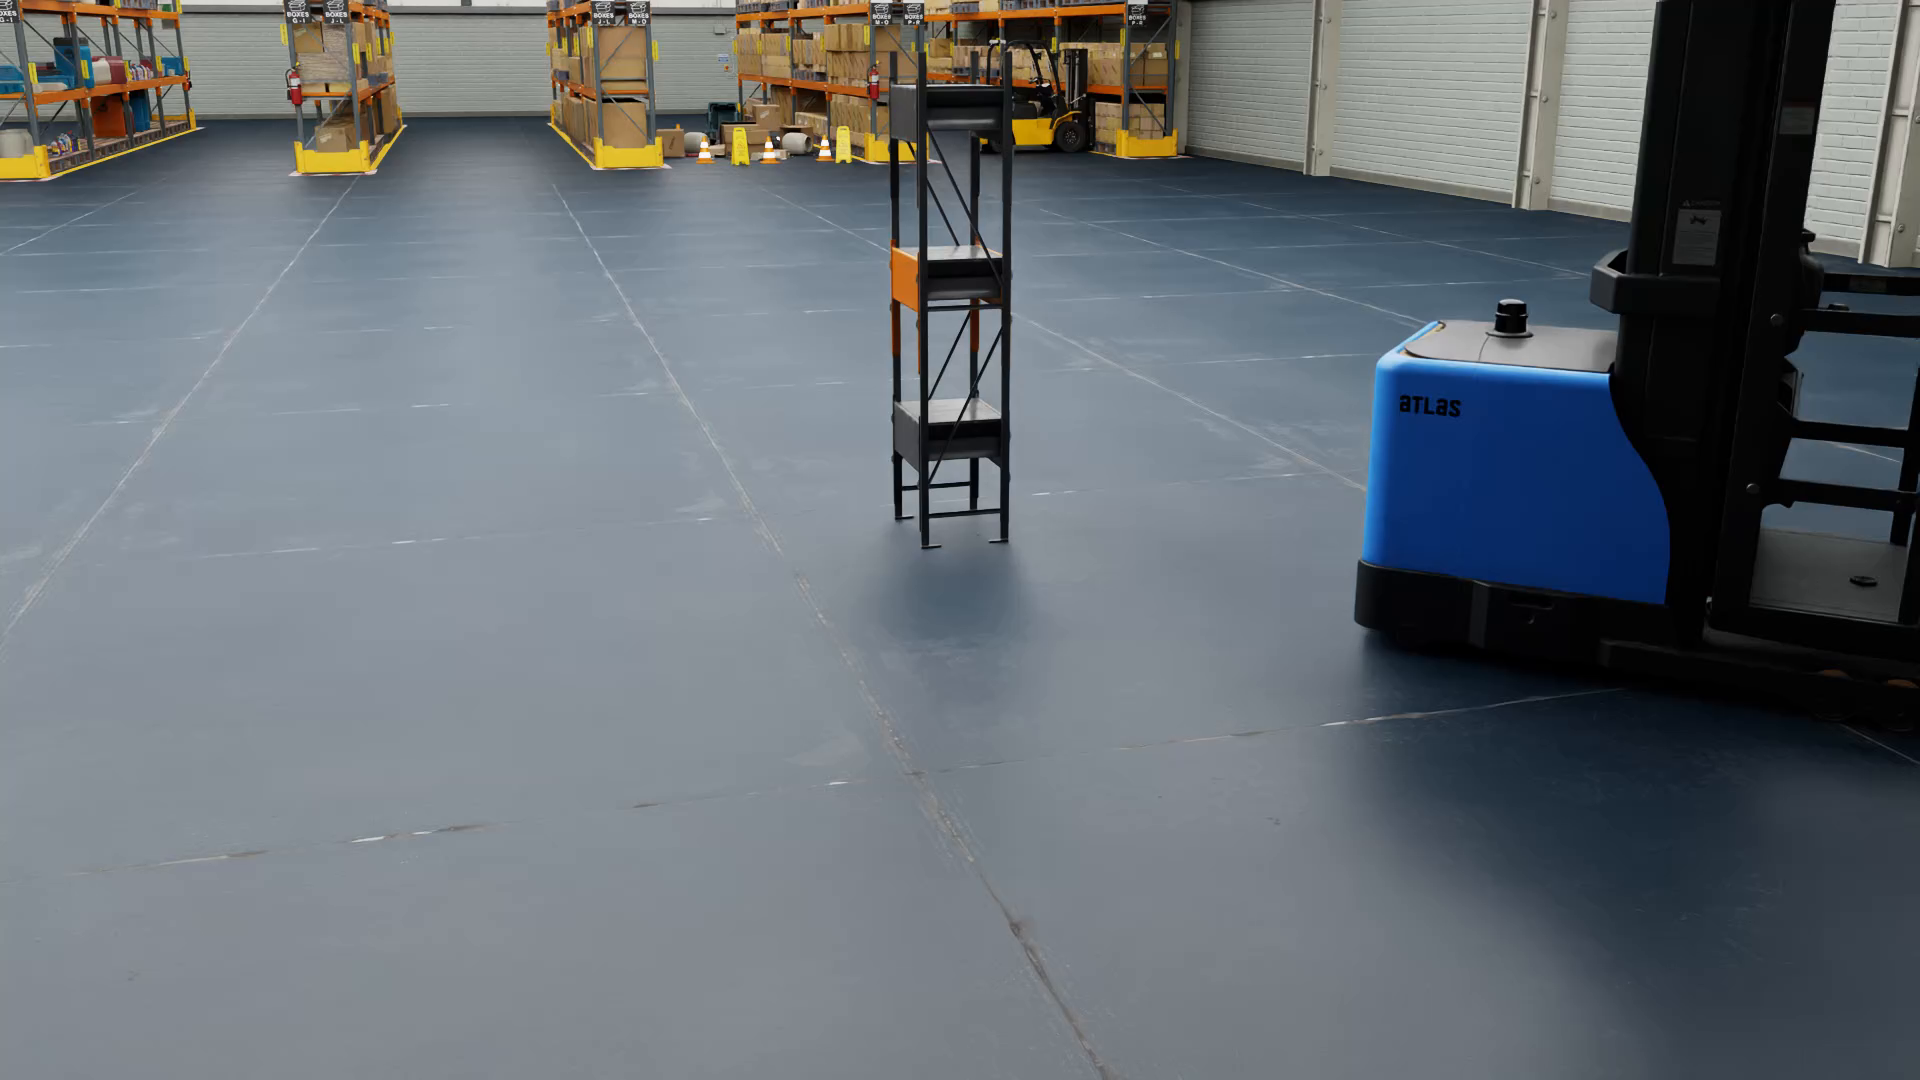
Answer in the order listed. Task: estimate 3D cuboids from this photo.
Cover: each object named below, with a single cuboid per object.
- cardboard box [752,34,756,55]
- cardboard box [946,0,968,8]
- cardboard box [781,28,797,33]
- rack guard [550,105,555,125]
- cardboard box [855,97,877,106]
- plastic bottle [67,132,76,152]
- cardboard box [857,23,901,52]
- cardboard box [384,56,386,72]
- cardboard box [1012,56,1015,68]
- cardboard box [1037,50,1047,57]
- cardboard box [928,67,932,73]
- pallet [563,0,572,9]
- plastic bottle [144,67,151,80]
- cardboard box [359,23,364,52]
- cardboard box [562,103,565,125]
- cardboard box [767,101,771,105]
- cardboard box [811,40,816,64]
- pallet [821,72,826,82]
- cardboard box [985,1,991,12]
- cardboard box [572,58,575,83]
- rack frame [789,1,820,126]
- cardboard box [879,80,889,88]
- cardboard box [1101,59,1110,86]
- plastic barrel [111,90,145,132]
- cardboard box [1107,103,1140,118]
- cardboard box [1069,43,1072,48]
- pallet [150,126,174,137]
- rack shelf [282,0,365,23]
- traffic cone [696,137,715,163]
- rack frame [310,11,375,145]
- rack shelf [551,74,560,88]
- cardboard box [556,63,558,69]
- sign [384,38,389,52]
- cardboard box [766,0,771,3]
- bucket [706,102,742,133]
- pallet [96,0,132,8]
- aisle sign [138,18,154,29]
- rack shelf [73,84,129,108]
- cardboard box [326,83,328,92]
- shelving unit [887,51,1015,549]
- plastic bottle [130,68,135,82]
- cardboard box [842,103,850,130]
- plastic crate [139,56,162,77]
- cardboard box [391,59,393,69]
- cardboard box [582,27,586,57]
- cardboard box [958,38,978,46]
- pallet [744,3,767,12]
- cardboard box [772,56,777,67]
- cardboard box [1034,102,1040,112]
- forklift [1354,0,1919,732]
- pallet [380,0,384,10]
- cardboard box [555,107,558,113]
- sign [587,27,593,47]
[{"bbox_3d":[-4.979,-12.604,42.287,0.500,0.500,0.500,-5,17,-16],"label":"cardboard box"},{"bbox_3d":[-0.054,-13.842,42.849,0.500,0.250,0.500,-5,17,-15],"label":"cardboard box"},{"bbox_3d":[-4.289,-12.773,41.721,0.380,0.149,0.250,-5,17,-16],"label":"cardboard box"},{"bbox_3d":[-10.262,-11.297,44.191,1.175,0.500,0.348,-5,17,-15],"label":"rack guard"},{"bbox_3d":[-1.791,-8.360,31.687,0.380,0.149,0.250,-4,17,-14],"label":"cardboard box"},{"bbox_3d":[-16.038,-7.174,29.959,0.144,0.351,0.185,-6,18,-18],"label":"plastic bottle"},{"bbox_3d":[-1.505,-9.302,30.776,0.700,0.500,0.500,-5,17,-17],"label":"cardboard box"},{"bbox_3d":[-13.460,-10.847,38.175,0.500,0.500,0.500,-4,17,-14],"label":"cardboard box"},{"bbox_3d":[1.442,-11.002,38.256,0.500,0.250,0.500,-4,17,-14],"label":"cardboard box"},{"bbox_3d":[1.906,-10.648,36.385,0.380,0.149,0.250,-5,18,-17],"label":"cardboard box"},{"bbox_3d":[-0.647,-12.735,45.069,0.380,0.149,0.250,-5,17,-17],"label":"cardboard box"},{"bbox_3d":[-7.857,-11.474,35.551,1.213,0.211,1.003,-4,17,-13],"label":"pallet"},{"bbox_3d":[-18.324,-10.510,37.442,0.152,0.276,0.135,-5,17,-15],"label":"plastic bottle"},{"bbox_3d":[-11.119,-9.121,30.175,0.500,0.500,0.500,-5,17,-15],"label":"cardboard box"},{"bbox_3d":[-9.236,-10.187,39.767,0.500,0.500,0.500,-4,17,-13],"label":"cardboard box"},{"bbox_3d":[-4.522,-10.984,42.528,0.875,0.438,0.875,-5,17,-16],"label":"cardboard box"},{"bbox_3d":[-2.875,-10.396,35.428,0.500,0.500,0.500,-4,17,-13],"label":"cardboard box"},{"bbox_3d":[-2.324,-9.746,35.017,1.003,0.211,1.213,-5,17,-15],"label":"pallet"},{"bbox_3d":[0.905,-12.741,39.702,0.500,0.250,0.500,-5,17,-15],"label":"cardboard box"},{"bbox_3d":[-7.805,-9.787,34.644,0.500,0.500,0.500,-5,17,-16],"label":"cardboard box"},{"bbox_3d":[-3.353,-10.721,37.931,1.000,3.000,0.127,-5,17,-15],"label":"rack frame"},{"bbox_3d":[-1.463,-8.475,30.888,0.380,0.149,0.250,-4,17,-13],"label":"cardboard box"},{"bbox_3d":[3.096,-9.210,32.723,0.500,0.500,0.500,-4,17,-14],"label":"cardboard box"},{"bbox_3d":[-18.415,-9.501,36.786,0.600,0.901,0.708,-5,17,-15],"label":"plastic barrel"},{"bbox_3d":[3.191,-8.368,32.407,0.500,0.250,0.500,-4,17,-13],"label":"cardboard box"},{"bbox_3d":[2.496,-10.334,34.822,0.380,0.149,0.250,-4,17,-14],"label":"cardboard box"},{"bbox_3d":[-18.982,-9.518,38.770,1.003,0.211,1.213,-5,17,-15],"label":"pallet"},{"bbox_3d":[-11.232,-9.370,29.469,1.077,0.370,4.000,-5,17,-15],"label":"rack shelf"},{"bbox_3d":[-4.667,-7.133,30.396,0.336,0.463,0.334,-5,17,-15],"label":"traffic cone"},{"bbox_3d":[-11.782,-8.831,31.639,1.000,3.000,0.127,-5,17,-15],"label":"rack frame"},{"bbox_3d":[-9.734,-11.617,42.163,1.077,0.370,4.000,-5,17,-15],"label":"rack shelf"},{"bbox_3d":[-9.088,-10.913,38.276,0.380,0.149,0.250,-6,18,-18],"label":"cardboard box"},{"bbox_3d":[-13.462,-11.607,39.002,0.100,0.325,0.005,-5,17,-15],"label":"sign"},{"bbox_3d":[-4.441,-12.976,39.898,0.380,0.166,0.250,-6,18,-19],"label":"cardboard box"},{"bbox_3d":[-4.731,-8.501,33.585,0.726,0.611,0.620,1,7,4],"label":"bucket"},{"bbox_3d":[-17.760,-11.112,34.344,1.003,0.211,1.213,-5,17,-15],"label":"pallet"},{"bbox_3d":[-20.148,-13.001,40.999,0.394,0.787,0.004,-5,17,-15],"label":"aisle sign"},{"bbox_3d":[-17.094,-8.649,32.280,1.077,0.370,4.000,-5,17,-15],"label":"rack shelf"},{"bbox_3d":[-11.028,-7.736,28.430,0.380,0.149,0.250,-5,17,-15],"label":"cardboard box"},{"bbox_3d":[-0.045,-1.051,7.302,0.431,2.100,0.503,-5,17,-15],"label":"shelving unit"},{"bbox_3d":[-17.725,-9.959,35.595,0.061,0.283,0.133,-5,17,-15],"label":"plastic bottle"},{"bbox_3d":[-2.052,-8.383,32.892,0.500,0.500,0.500,-4,17,-12],"label":"cardboard box"},{"bbox_3d":[-18.747,-10.979,38.572,0.402,0.464,0.583,-5,17,-15],"label":"plastic crate"},{"bbox_3d":[-14.553,-11.968,41.824,0.500,0.250,0.500,-5,17,-16],"label":"cardboard box"},{"bbox_3d":[-6.638,-9.377,31.316,0.875,0.550,0.550,-5,17,-15],"label":"cardboard box"},{"bbox_3d":[0.166,-13.084,44.236,0.500,0.500,0.500,-5,17,-17],"label":"cardboard box"},{"bbox_3d":[-4.999,-13.786,43.073,1.003,0.211,1.213,-5,17,-15],"label":"pallet"},{"bbox_3d":[-4.178,-11.428,39.675,0.500,0.250,0.500,-5,17,-17],"label":"cardboard box"},{"bbox_3d":[2.158,-9.431,37.032,0.875,0.625,0.625,-5,17,-16],"label":"cardboard box"},{"bbox_3d":[3.022,-0.957,5.544,3.031,2.935,1.130,8,19,26],"label":"forklift"},{"bbox_3d":[-14.195,-12.666,39.343,1.003,0.211,1.213,-5,17,-15],"label":"pallet"},{"bbox_3d":[-10.247,-11.108,42.924,0.380,0.149,0.250,-4,17,-14],"label":"cardboard box"},{"bbox_3d":[-6.412,-8.718,28.837,0.100,0.325,0.005,-5,17,-15],"label":"sign"}]
